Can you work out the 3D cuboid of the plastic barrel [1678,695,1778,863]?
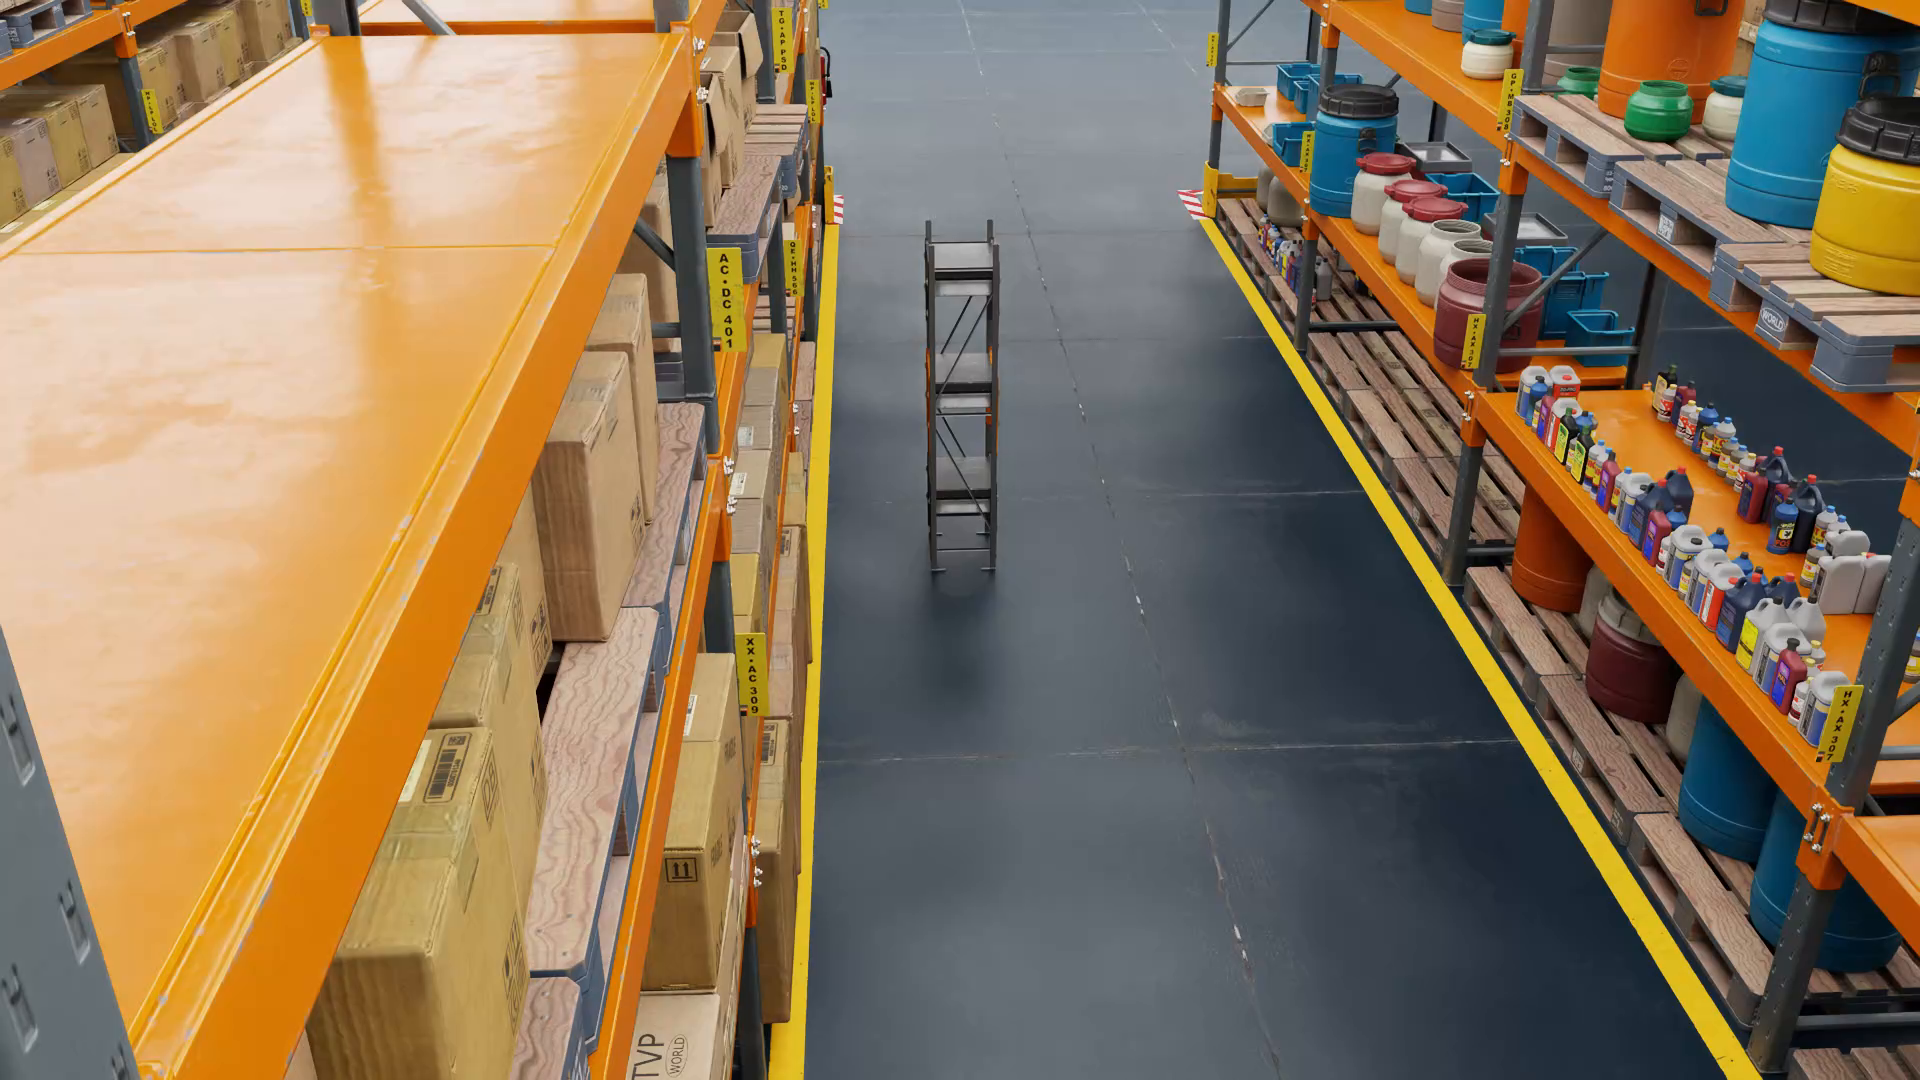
[{"bbox_3d":[3.644,0.935,7.529,0.600,0.901,0.708,-1,28,-3],"label":"plastic barrel"}]

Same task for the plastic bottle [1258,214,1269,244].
[{"bbox_3d":[2.849,-2.913,15.566,0.097,0.271,0.097,0,28,0],"label":"plastic bottle"}]

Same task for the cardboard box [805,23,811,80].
[{"bbox_3d":[-1.469,-3.870,13.415,0.500,0.500,0.500,-1,28,-3],"label":"cardboard box"}]

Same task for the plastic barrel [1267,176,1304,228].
[{"bbox_3d":[3.202,-3.322,16.112,0.421,0.512,0.421,0,28,0],"label":"plastic barrel"}]

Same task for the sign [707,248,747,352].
[{"bbox_3d":[-0.700,-0.719,4.997,0.100,0.325,0.005,-1,28,-3],"label":"sign"}]

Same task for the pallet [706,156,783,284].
[{"bbox_3d":[-1.315,-1.392,7.136,1.003,0.211,1.213,0,28,0],"label":"pallet"}]

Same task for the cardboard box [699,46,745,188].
[{"bbox_3d":[-1.226,-1.842,7.233,0.500,0.500,0.500,0,28,0],"label":"cardboard box"}]

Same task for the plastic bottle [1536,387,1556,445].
[{"bbox_3d":[3.155,-0.666,8.909,0.061,0.283,0.133,-1,28,-3],"label":"plastic bottle"}]

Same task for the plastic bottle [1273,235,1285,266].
[{"bbox_3d":[2.883,-2.615,14.994,0.097,0.271,0.097,0,28,0],"label":"plastic bottle"}]

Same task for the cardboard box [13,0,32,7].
[{"bbox_3d":[-6.346,-3.661,10.883,0.500,0.250,0.500,-2,28,-3],"label":"cardboard box"}]

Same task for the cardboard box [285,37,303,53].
[{"bbox_3d":[-6.775,-4.476,15.926,0.875,0.550,0.550,-1,28,-3],"label":"cardboard box"}]

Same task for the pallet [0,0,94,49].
[{"bbox_3d":[-6.533,-3.555,11.286,0.805,0.209,1.217,-2,28,-5],"label":"pallet"}]

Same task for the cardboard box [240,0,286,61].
[{"bbox_3d":[-6.738,-4.701,15.190,0.875,0.550,0.550,-1,28,-3],"label":"cardboard box"}]

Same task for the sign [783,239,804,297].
[{"bbox_3d":[-0.909,-1.487,9.104,0.100,0.325,0.005,-1,28,-3],"label":"sign"}]

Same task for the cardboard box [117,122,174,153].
[{"bbox_3d":[-6.661,-2.969,13.037,0.875,0.550,0.550,-1,28,-3],"label":"cardboard box"}]

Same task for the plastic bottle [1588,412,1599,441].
[{"bbox_3d":[3.331,-0.580,8.833,0.097,0.201,0.097,0,28,0],"label":"plastic bottle"}]

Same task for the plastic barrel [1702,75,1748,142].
[{"bbox_3d":[3.686,-2.041,7.872,0.301,0.262,0.301,0,28,0],"label":"plastic barrel"}]

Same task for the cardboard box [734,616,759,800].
[{"bbox_3d":[-1.028,0.626,6.198,0.500,0.500,0.500,-1,28,-2],"label":"cardboard box"}]

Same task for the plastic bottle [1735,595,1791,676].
[{"bbox_3d":[3.317,0.375,6.841,0.144,0.351,0.185,-1,28,-3],"label":"plastic bottle"}]

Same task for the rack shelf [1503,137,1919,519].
[{"bbox_3d":[3.588,-1.165,7.275,1.077,0.370,4.000,-1,28,-3],"label":"rack shelf"}]

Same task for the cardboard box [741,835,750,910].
[{"bbox_3d":[-0.911,1.133,5.605,0.380,0.149,0.250,-1,28,-2],"label":"cardboard box"}]

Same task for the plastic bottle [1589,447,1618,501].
[{"bbox_3d":[3.210,-0.332,8.282,0.097,0.271,0.097,0,28,0],"label":"plastic bottle"}]

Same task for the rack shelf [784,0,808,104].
[{"bbox_3d":[-1.567,-2.893,10.587,1.077,0.370,4.000,-1,28,-3],"label":"rack shelf"}]

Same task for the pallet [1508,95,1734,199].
[{"bbox_3d":[3.426,-1.968,8.241,1.003,0.211,1.213,-1,28,-3],"label":"pallet"}]

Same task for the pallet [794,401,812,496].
[{"bbox_3d":[-1.563,-0.645,11.758,1.003,0.211,1.213,-1,28,-3],"label":"pallet"}]

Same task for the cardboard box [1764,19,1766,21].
[{"bbox_3d":[8.060,-5.027,15.633,0.700,0.500,0.500,-2,28,-4],"label":"cardboard box"}]

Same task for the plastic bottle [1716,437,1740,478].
[{"bbox_3d":[3.956,-0.428,8.542,0.097,0.201,0.097,0,28,0],"label":"plastic bottle"}]

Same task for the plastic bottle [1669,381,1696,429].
[{"bbox_3d":[3.942,-0.743,9.057,0.061,0.283,0.133,-1,28,-3],"label":"plastic bottle"}]

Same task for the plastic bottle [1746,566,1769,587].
[{"bbox_3d":[3.427,0.239,7.187,0.097,0.271,0.097,0,28,0],"label":"plastic bottle"}]

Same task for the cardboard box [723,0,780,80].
[{"bbox_3d":[-1.231,-2.777,8.939,0.500,0.500,0.500,-1,28,-2],"label":"cardboard box"}]

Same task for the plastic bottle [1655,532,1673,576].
[{"bbox_3d":[3.251,0.060,7.607,0.097,0.201,0.097,0,28,0],"label":"plastic bottle"}]

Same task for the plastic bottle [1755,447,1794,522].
[{"bbox_3d":[3.957,-0.277,8.091,0.144,0.351,0.185,-1,28,-3],"label":"plastic bottle"}]

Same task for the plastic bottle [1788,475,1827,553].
[{"bbox_3d":[3.973,-0.130,7.809,0.144,0.351,0.185,-1,28,-3],"label":"plastic bottle"}]

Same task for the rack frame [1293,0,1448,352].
[{"bbox_3d":[3.274,-2.925,13.115,1.000,3.000,0.127,-1,28,-3],"label":"rack frame"}]

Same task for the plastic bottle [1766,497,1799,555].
[{"bbox_3d":[3.855,-0.072,7.783,0.097,0.271,0.097,0,28,0],"label":"plastic bottle"}]

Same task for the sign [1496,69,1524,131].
[{"bbox_3d":[2.934,-2.345,8.872,0.100,0.325,0.005,-1,28,-3],"label":"sign"}]

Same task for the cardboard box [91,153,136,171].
[{"bbox_3d":[-6.336,-2.542,12.272,0.500,0.500,0.500,-2,28,-3],"label":"cardboard box"}]

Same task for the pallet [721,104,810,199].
[{"bbox_3d":[-1.376,-1.908,8.126,1.213,0.211,1.003,0,28,0],"label":"pallet"}]

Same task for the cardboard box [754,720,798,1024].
[{"bbox_3d":[-1.307,1.350,6.762,1.225,0.875,0.875,-1,28,-2],"label":"cardboard box"}]

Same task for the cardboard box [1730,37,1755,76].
[{"bbox_3d":[8.024,-4.719,16.445,0.700,0.500,0.500,-1,28,-3],"label":"cardboard box"}]

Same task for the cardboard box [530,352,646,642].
[{"bbox_3d":[-1.130,-0.107,3.798,0.700,0.500,0.500,0,28,0],"label":"cardboard box"}]

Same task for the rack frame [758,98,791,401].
[{"bbox_3d":[-1.463,-0.958,9.344,1.000,3.000,0.127,-1,28,-3],"label":"rack frame"}]

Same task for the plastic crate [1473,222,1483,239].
[{"bbox_3d":[3.647,-2.034,11.635,0.450,0.188,0.662,-1,28,-3],"label":"plastic crate"}]

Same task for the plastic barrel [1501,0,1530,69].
[{"bbox_3d":[3.623,-3.285,10.096,0.600,0.830,0.708,-1,28,-3],"label":"plastic barrel"}]

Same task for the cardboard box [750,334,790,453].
[{"bbox_3d":[-1.190,-0.781,8.895,0.500,0.500,0.500,-1,28,-1],"label":"cardboard box"}]

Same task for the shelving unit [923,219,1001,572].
[{"bbox_3d":[0.009,-0.855,10.118,0.431,2.100,0.503,-1,28,-3],"label":"shelving unit"}]

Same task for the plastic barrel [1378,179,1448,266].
[{"bbox_3d":[3.144,-2.199,11.576,0.433,0.535,0.433,0,28,0],"label":"plastic barrel"}]

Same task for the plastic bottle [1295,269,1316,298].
[{"bbox_3d":[2.953,-2.236,14.182,0.144,0.351,0.185,-2,28,-4],"label":"plastic bottle"}]

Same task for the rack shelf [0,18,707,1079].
[{"bbox_3d":[-1.150,-0.351,2.902,1.077,0.370,4.000,-1,28,-3],"label":"rack shelf"}]

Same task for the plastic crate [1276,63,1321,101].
[{"bbox_3d":[3.391,-4.482,16.261,0.499,0.251,0.616,-1,28,-3],"label":"plastic crate"}]

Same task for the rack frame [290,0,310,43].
[{"bbox_3d":[-6.839,-4.580,16.287,1.000,3.000,0.127,-1,28,-3],"label":"rack frame"}]
